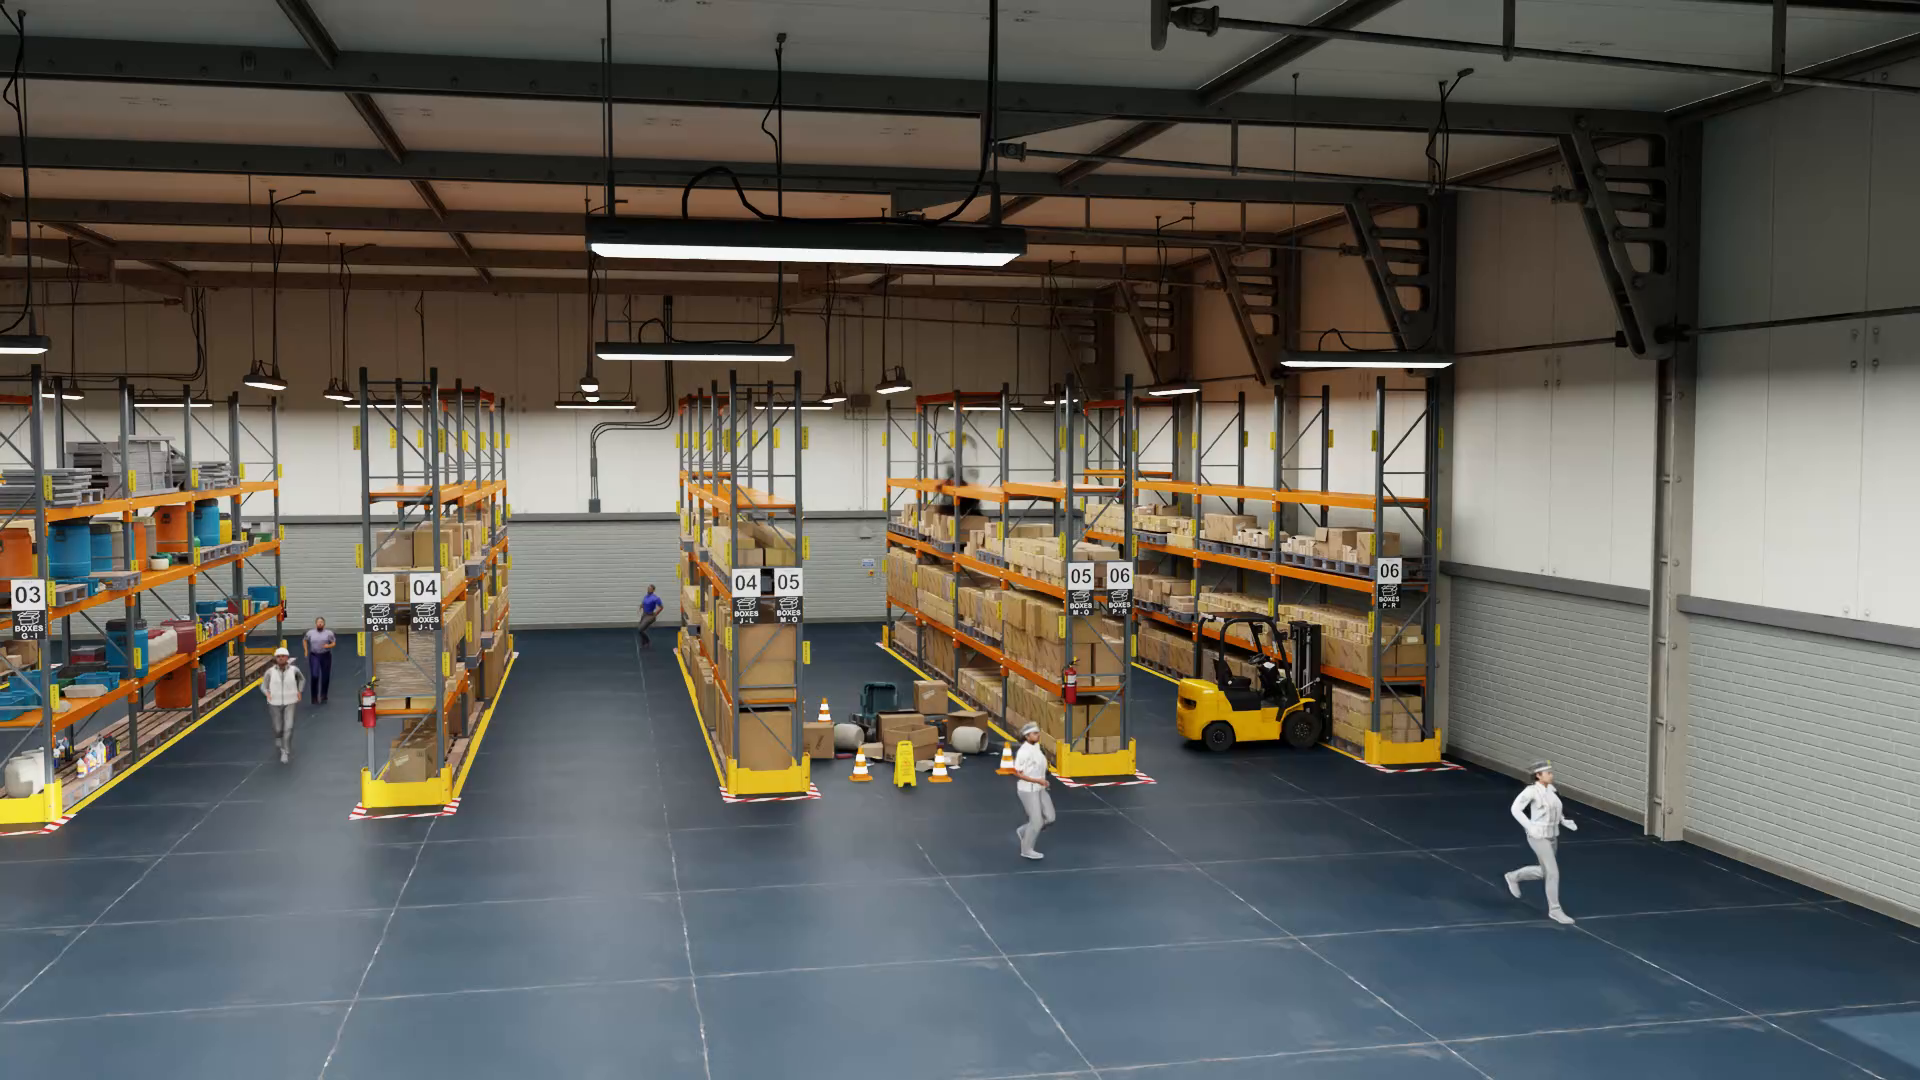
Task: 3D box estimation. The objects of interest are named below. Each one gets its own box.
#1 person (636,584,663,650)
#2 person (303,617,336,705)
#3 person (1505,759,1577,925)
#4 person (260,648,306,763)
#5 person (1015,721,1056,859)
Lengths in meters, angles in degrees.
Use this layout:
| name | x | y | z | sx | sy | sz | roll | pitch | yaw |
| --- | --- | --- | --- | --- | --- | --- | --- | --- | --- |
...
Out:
| name | x | y | z | sx | sy | sz | roll | pitch | yaw |
| --- | --- | --- | --- | --- | --- | --- | --- | --- | --- |
| person | -7.486 | 1.851 | 39.765 | 0.701 | 1.591 | 0.520 | 3 | 5 | 45 |
| person | -12.191 | 2.305 | 31.685 | 0.575 | 1.689 | 0.699 | -2 | 4 | -26 |
| person | 6.099 | 3.133 | 17.495 | 0.618 | 1.696 | 0.820 | -3 | 4 | -40 |
| person | -10.669 | 2.578 | 26.229 | 0.671 | 1.770 | 0.867 | -1 | 4 | -20 |
| person | 0.895 | 2.987 | 19.913 | 0.572 | 1.653 | 0.571 | 2 | 4 | 31 |
